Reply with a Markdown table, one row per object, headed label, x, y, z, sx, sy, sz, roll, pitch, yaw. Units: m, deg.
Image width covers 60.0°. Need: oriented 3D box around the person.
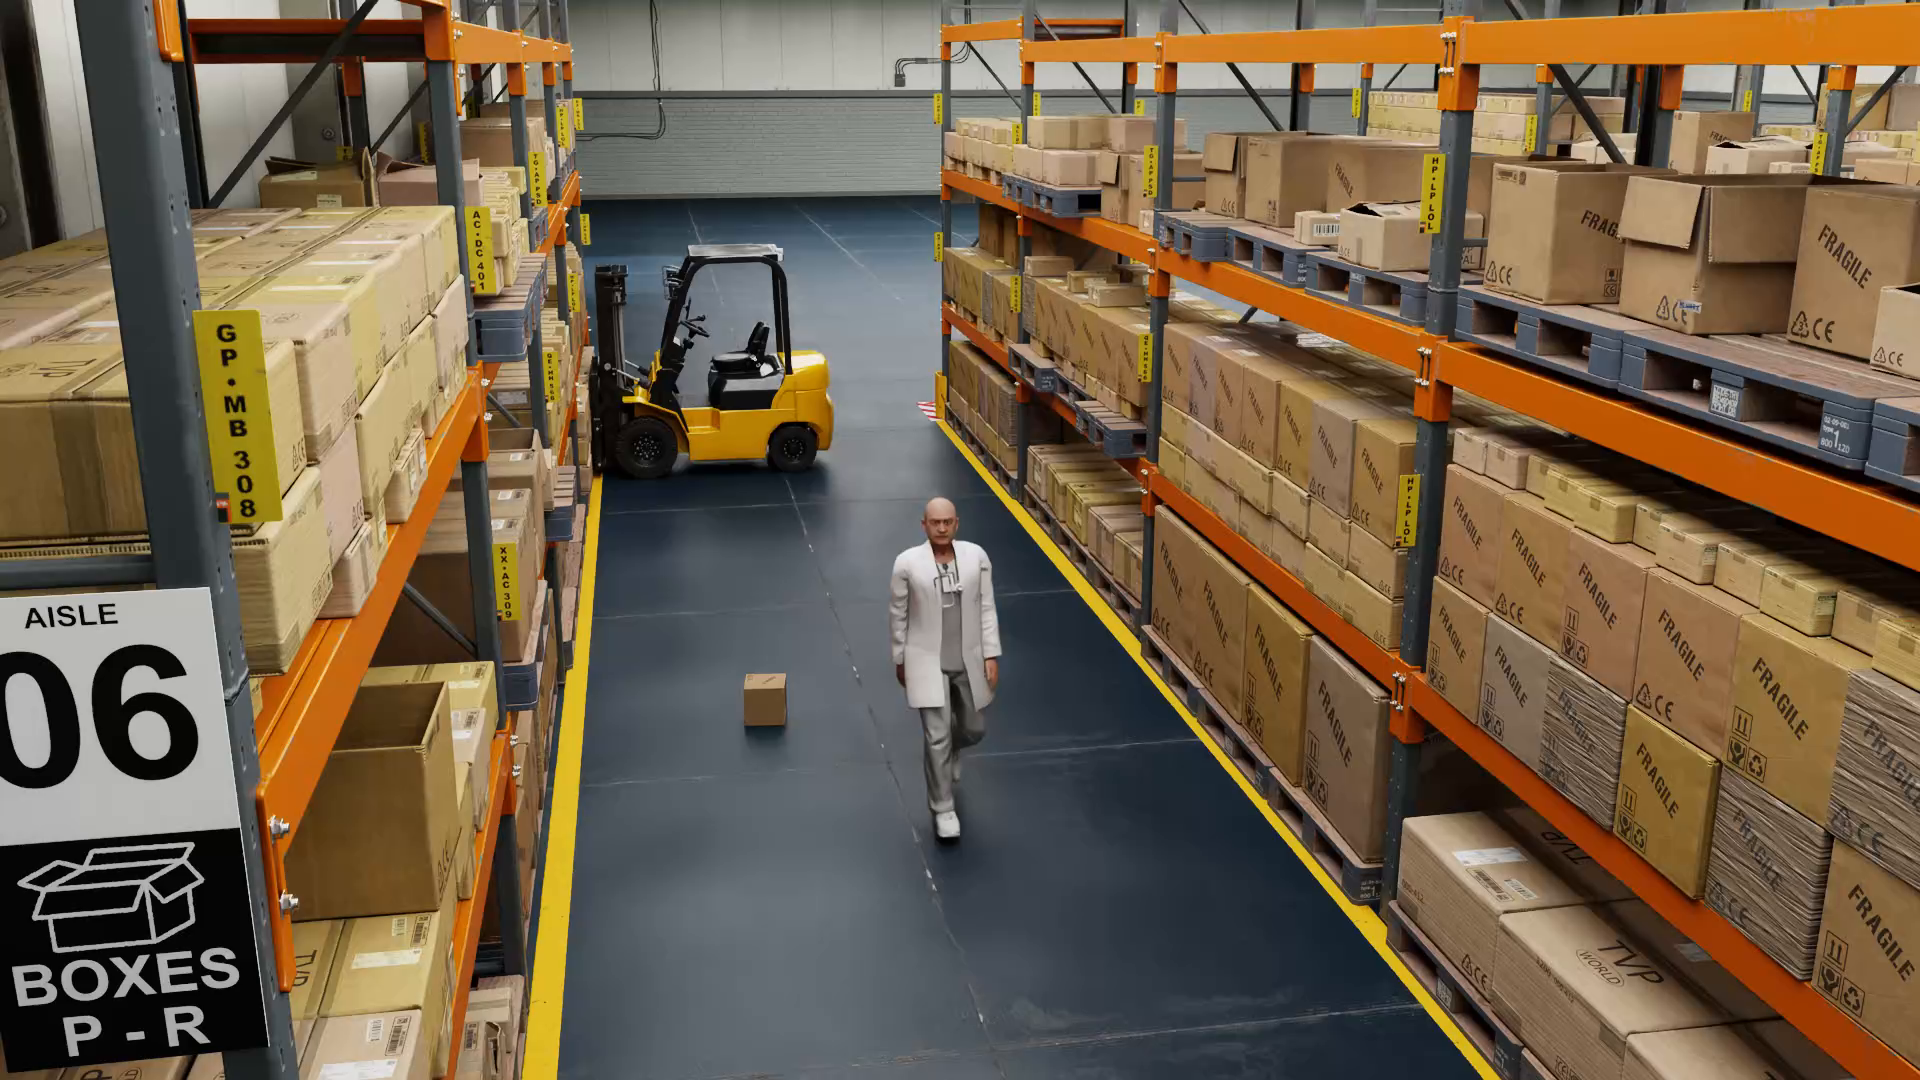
| label | x | y | z | sx | sy | sz | roll | pitch | yaw |
| --- | --- | --- | --- | --- | --- | --- | --- | --- | --- |
| person | -0.081 | 0.666 | 8.856 | 0.582 | 1.658 | 0.893 | -5 | 17 | -15 |
